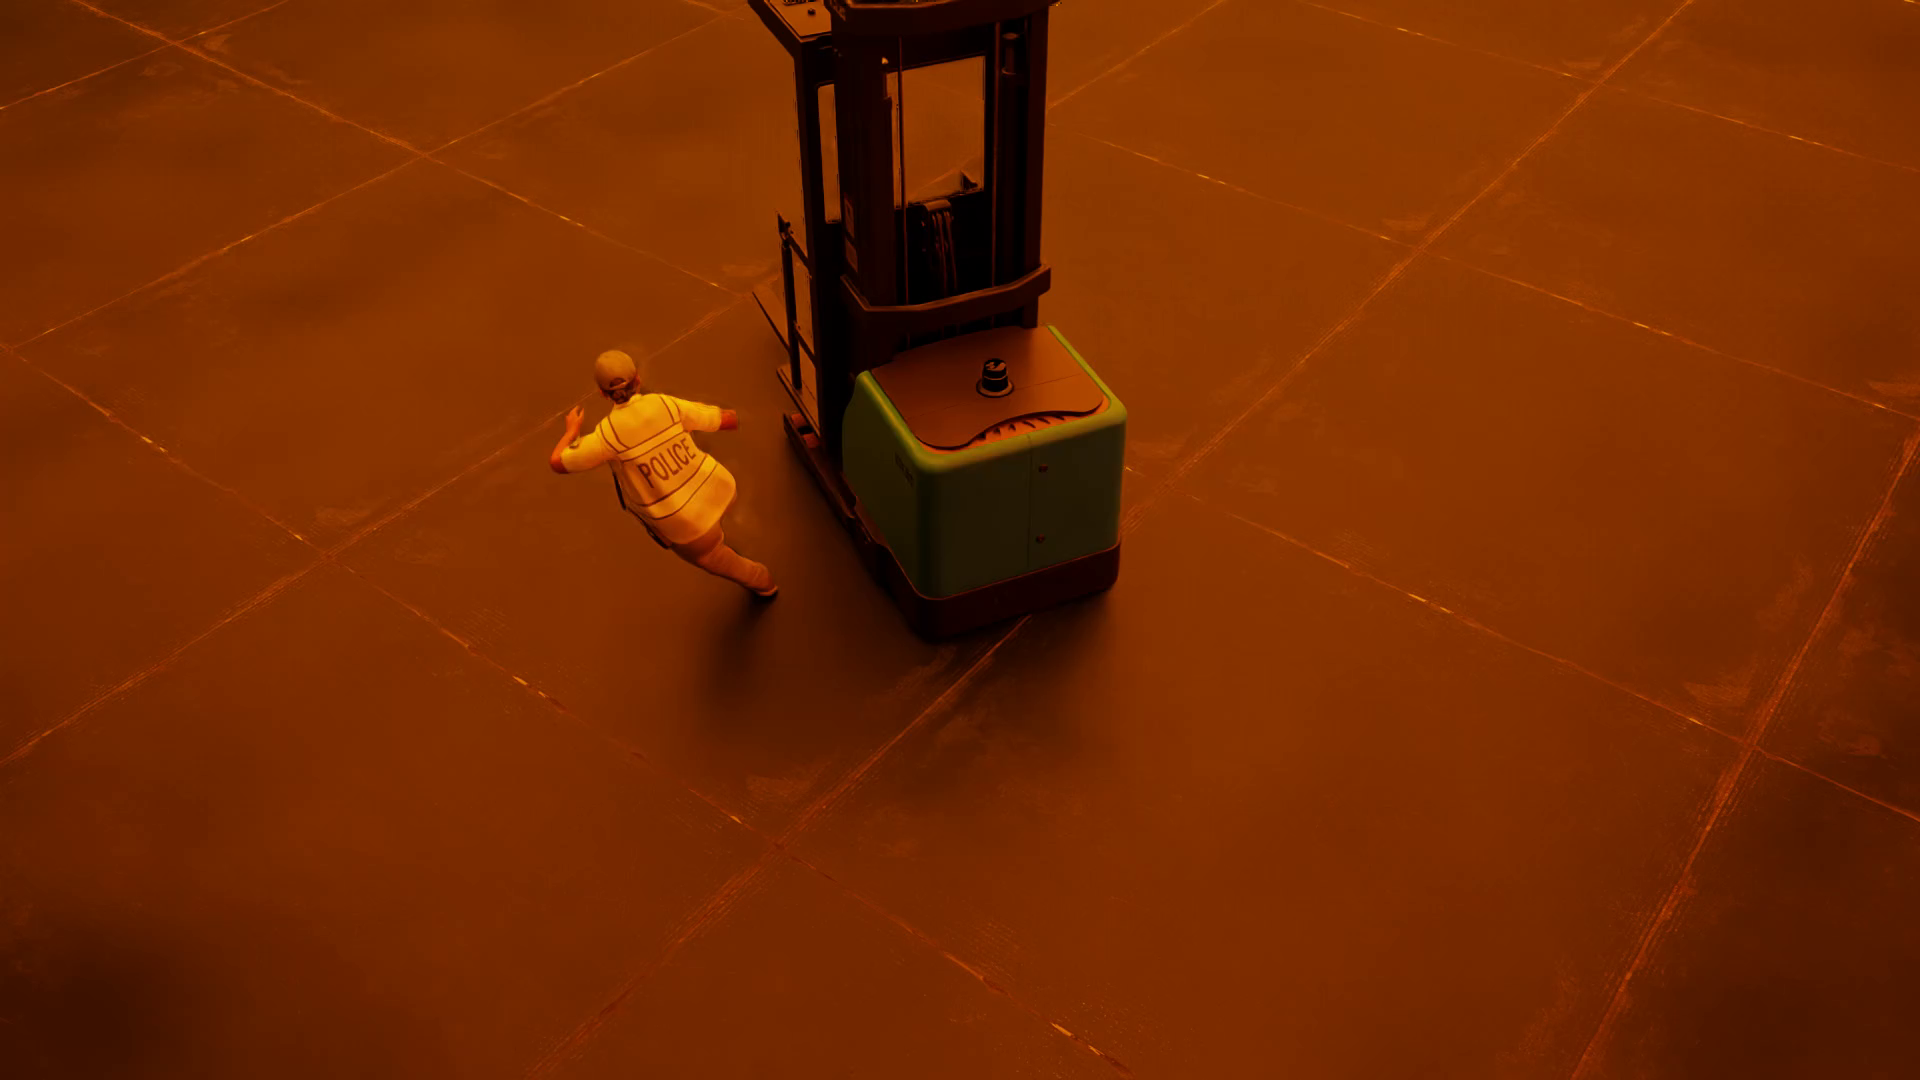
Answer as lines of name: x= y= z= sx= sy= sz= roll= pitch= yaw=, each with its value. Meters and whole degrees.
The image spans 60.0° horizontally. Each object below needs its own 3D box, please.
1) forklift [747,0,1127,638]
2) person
forklift: x=-0.295 y=-1.620 z=7.974 sx=1.130 sy=2.935 sz=3.031 roll=-16 pitch=43 yaw=-18
person: x=-1.327 y=-0.268 z=7.558 sx=0.869 sy=1.437 sz=0.913 roll=27 pitch=47 yaw=28
